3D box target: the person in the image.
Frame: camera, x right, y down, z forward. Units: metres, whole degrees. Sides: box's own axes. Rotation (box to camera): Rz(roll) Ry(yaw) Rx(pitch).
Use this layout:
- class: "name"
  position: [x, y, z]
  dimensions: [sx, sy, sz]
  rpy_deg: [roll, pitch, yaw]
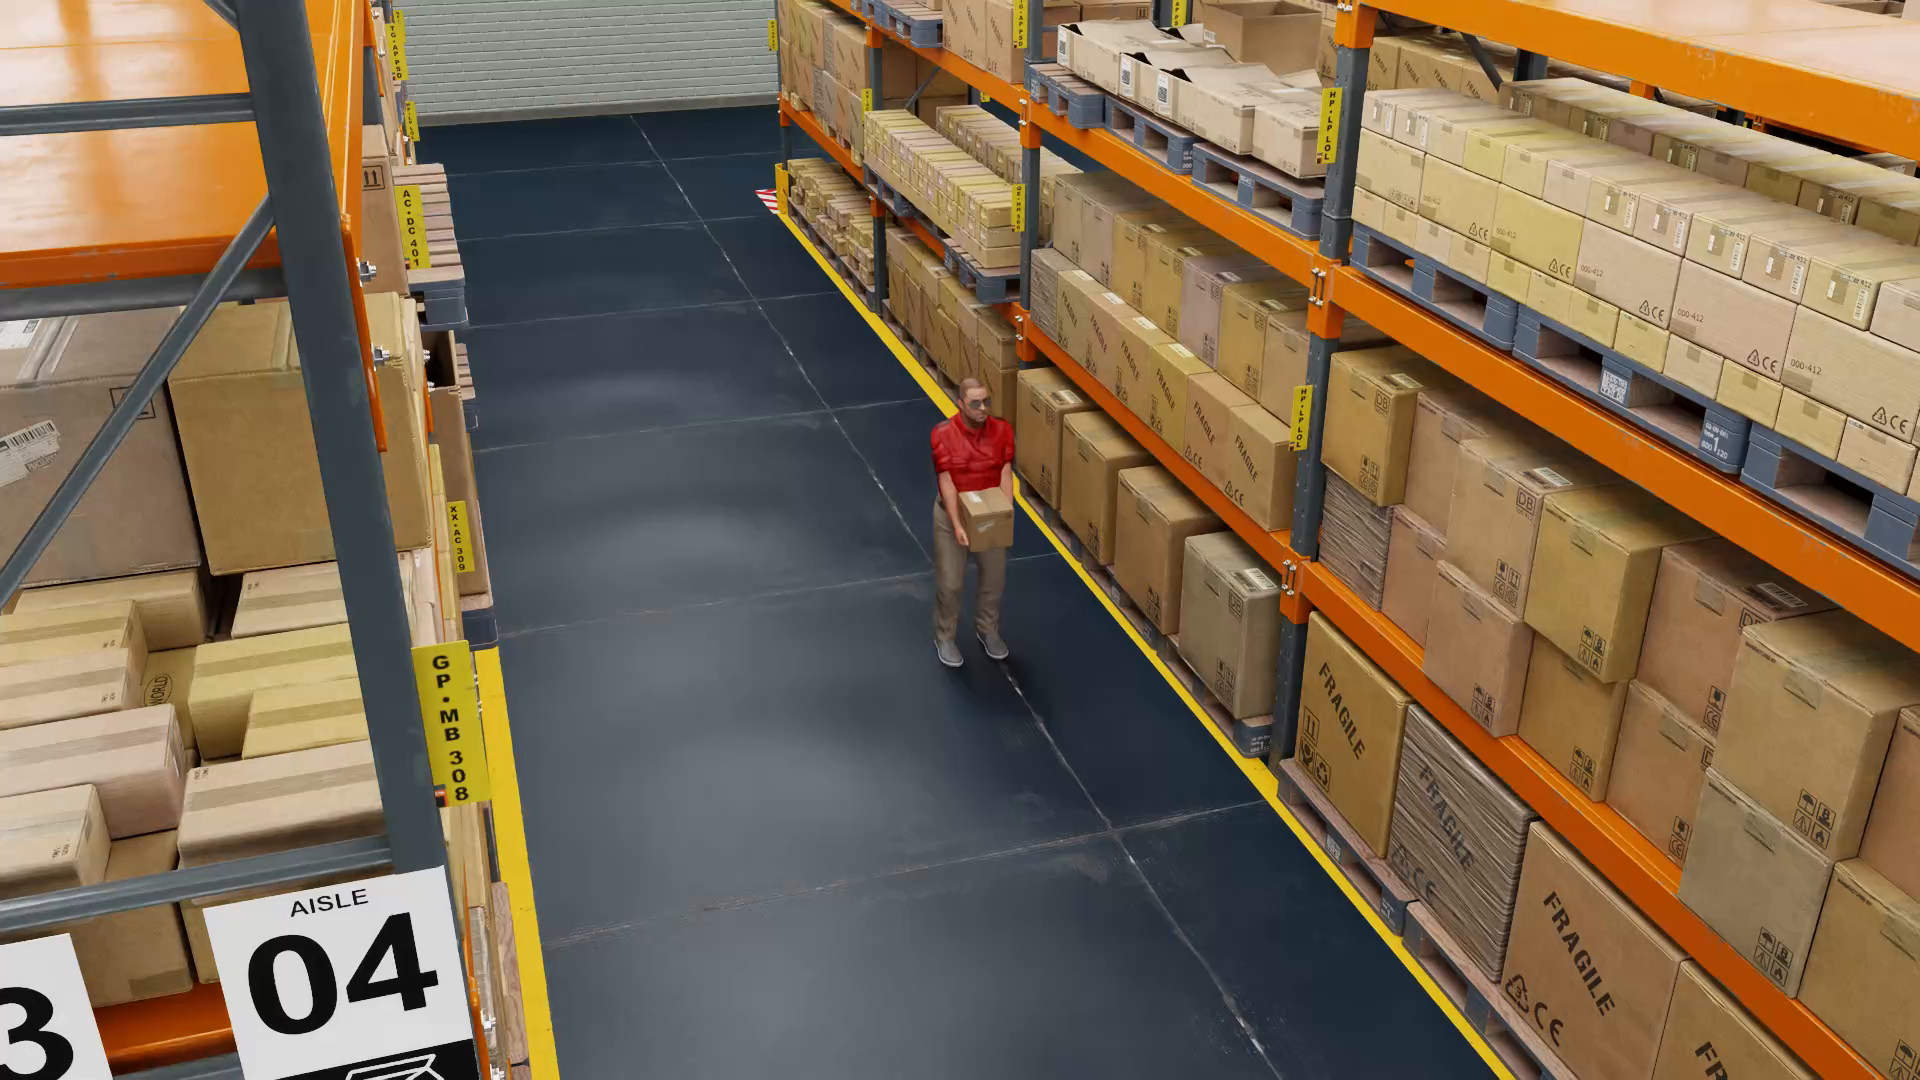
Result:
- class: "person"
  position: [0.098, -0.083, 9.563]
  dimensions: [0.490, 1.726, 0.542]
  rpy_deg: [-9, 27, -17]
